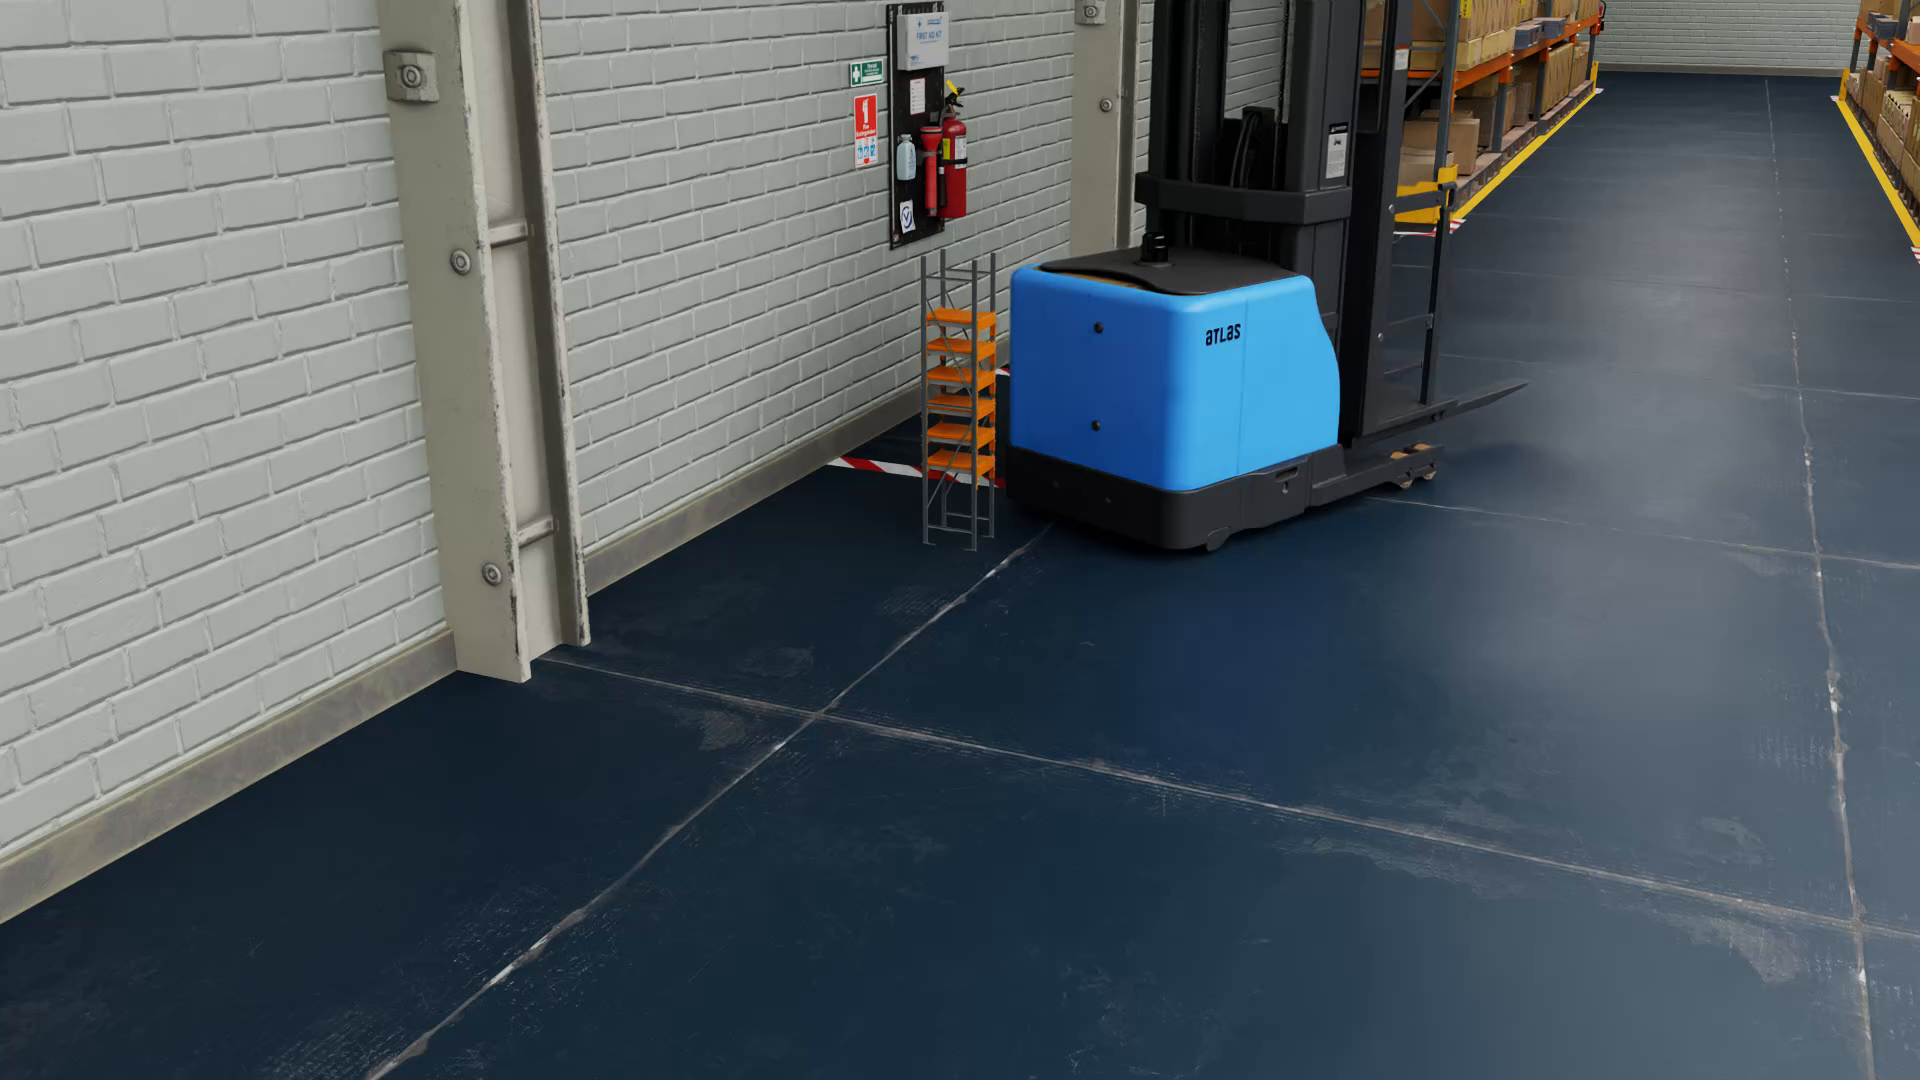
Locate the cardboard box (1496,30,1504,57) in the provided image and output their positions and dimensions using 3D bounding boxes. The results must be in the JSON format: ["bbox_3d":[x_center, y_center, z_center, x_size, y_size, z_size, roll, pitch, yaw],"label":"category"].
[{"bbox_3d":[5.195,-5.016,16.790,0.500,0.250,0.500,8,21,22],"label":"cardboard box"}]

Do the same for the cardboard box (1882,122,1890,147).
[{"bbox_3d":[10.780,-4.584,18.858,0.500,0.250,0.500,8,21,21],"label":"cardboard box"}]

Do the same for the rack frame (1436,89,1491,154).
[{"bbox_3d":[5.519,-5.570,18.154,0.949,2.616,0.053,9,21,23],"label":"rack frame"}]

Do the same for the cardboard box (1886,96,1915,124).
[{"bbox_3d":[10.774,-4.844,18.753,0.500,0.311,0.500,8,21,21],"label":"cardboard box"}]

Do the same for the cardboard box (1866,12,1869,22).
[{"bbox_3d":[13.701,-7.888,24.522,0.500,0.500,0.500,9,22,24],"label":"cardboard box"}]

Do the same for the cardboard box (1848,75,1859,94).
[{"bbox_3d":[14.060,-7.039,25.732,0.500,0.250,0.500,9,21,23],"label":"cardboard box"}]

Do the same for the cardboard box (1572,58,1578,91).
[{"bbox_3d":[9.400,-7.404,26.414,0.700,0.500,0.500,8,21,22],"label":"cardboard box"}]

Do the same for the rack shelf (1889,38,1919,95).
[{"bbox_3d":[10.856,-5.164,18.087,1.077,0.370,4.000,9,21,23],"label":"rack shelf"}]

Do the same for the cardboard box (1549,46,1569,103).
[{"bbox_3d":[8.283,-6.712,23.948,0.750,0.750,0.750,9,22,24],"label":"cardboard box"}]

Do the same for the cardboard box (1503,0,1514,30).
[{"bbox_3d":[5.405,-5.522,17.095,0.500,0.500,0.500,8,21,22],"label":"cardboard box"}]

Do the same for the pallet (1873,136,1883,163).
[{"bbox_3d":[11.302,-4.555,19.460,1.003,0.211,1.213,9,21,23],"label":"pallet"}]

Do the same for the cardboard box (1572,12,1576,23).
[{"bbox_3d":[8.830,-7.684,24.445,0.380,0.149,0.250,9,21,24],"label":"cardboard box"}]

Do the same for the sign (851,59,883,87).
[{"bbox_3d":[-0.439,-2.208,7.856,0.001,0.109,0.331,9,21,23],"label":"sign"}]

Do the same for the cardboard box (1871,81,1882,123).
[{"bbox_3d":[12.056,-5.620,21.370,0.500,0.500,0.500,8,21,21],"label":"cardboard box"}]

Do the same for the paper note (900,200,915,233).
[{"bbox_3d":[-0.264,-1.636,8.408,0.016,0.148,0.142,9,21,23],"label":"paper note"}]

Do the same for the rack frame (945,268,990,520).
[{"bbox_3d":[0.032,-0.589,6.834,0.228,1.046,0.002,9,21,23],"label":"rack frame"}]

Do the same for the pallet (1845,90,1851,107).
[{"bbox_3d":[14.594,-6.979,26.279,1.003,0.211,1.213,9,21,23],"label":"pallet"}]

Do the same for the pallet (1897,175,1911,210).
[{"bbox_3d":[9.673,-3.341,16.047,1.003,0.211,1.213,9,21,23],"label":"pallet"}]

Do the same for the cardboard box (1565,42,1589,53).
[{"bbox_3d":[10.244,-8.194,27.669,0.380,0.149,0.250,9,22,24],"label":"cardboard box"}]

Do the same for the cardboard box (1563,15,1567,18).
[{"bbox_3d":[8.468,-7.457,23.806,0.380,0.149,0.250,9,21,23],"label":"cardboard box"}]

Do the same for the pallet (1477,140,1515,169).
[{"bbox_3d":[5.833,-4.495,19.293,1.003,0.211,1.213,9,21,23],"label":"pallet"}]

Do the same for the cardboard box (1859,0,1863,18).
[{"bbox_3d":[14.528,-8.508,26.266,0.500,0.500,0.500,9,21,24],"label":"cardboard box"}]

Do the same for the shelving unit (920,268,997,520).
[{"bbox_3d":[-0.005,-0.561,6.756,0.258,1.046,0.183,9,21,23],"label":"shelving unit"}]

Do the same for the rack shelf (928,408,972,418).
[{"bbox_3d":[-0.006,-0.538,6.764,0.199,0.020,0.166,9,21,23],"label":"rack shelf"}]

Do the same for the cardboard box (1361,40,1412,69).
[{"bbox_3d":[3.893,-4.456,15.216,0.500,0.250,0.500,9,21,23],"label":"cardboard box"}]

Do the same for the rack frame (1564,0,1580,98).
[{"bbox_3d":[8.792,-8.016,25.032,1.000,3.000,0.127,9,21,23],"label":"rack frame"}]

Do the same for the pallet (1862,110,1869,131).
[{"bbox_3d":[13.014,-5.770,22.878,1.003,0.211,1.213,9,21,23],"label":"pallet"}]

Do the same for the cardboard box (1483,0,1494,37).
[{"bbox_3d":[4.776,-5.051,15.770,0.500,0.500,0.500,8,21,21],"label":"cardboard box"}]

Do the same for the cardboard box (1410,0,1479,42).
[{"bbox_3d":[4.348,-4.744,14.908,0.500,0.500,0.500,9,21,23],"label":"cardboard box"}]

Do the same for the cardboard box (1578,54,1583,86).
[{"bbox_3d":[9.824,-7.724,27.316,0.700,0.500,0.500,8,21,21],"label":"cardboard box"}]

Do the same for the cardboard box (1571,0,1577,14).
[{"bbox_3d":[8.633,-7.880,24.026,0.500,0.500,0.500,9,21,23],"label":"cardboard box"}]

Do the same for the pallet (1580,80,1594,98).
[{"bbox_3d":[10.174,-7.670,28.220,1.003,0.211,1.213,9,21,23],"label":"pallet"}]

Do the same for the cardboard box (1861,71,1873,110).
[{"bbox_3d":[12.892,-6.253,23.147,0.500,0.500,0.500,8,21,20],"label":"cardboard box"}]

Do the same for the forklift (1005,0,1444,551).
[{"bbox_3d":[1.621,-1.733,7.468,3.031,2.935,1.130,-17,26,-40],"label":"forklift"}]

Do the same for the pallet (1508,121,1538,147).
[{"bbox_3d":[6.833,-5.241,21.390,1.003,0.211,1.213,9,21,23],"label":"pallet"}]

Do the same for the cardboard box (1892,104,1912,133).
[{"bbox_3d":[10.355,-4.534,17.880,0.500,0.311,0.500,8,21,23],"label":"cardboard box"}]

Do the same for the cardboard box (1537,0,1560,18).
[{"bbox_3d":[7.586,-7.103,21.843,0.500,0.500,0.500,9,22,24],"label":"cardboard box"}]

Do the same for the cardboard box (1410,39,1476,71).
[{"bbox_3d":[15.881,-2.695,11.533,24.593,1.100,3.897,9,22,25],"label":"cardboard box"}]

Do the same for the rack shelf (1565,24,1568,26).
[{"bbox_3d":[7.973,-7.158,23.401,0.919,0.124,3.809,9,21,23],"label":"rack shelf"}]

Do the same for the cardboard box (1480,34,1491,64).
[{"bbox_3d":[4.781,-4.708,15.923,0.500,0.250,0.500,8,21,22],"label":"cardboard box"}]

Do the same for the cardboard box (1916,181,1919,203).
[{"bbox_3d":[8.746,-3.084,14.639,0.500,0.250,0.500,9,21,23],"label":"cardboard box"}]

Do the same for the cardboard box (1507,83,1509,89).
[{"bbox_3d":[6.410,-5.625,20.265,0.500,0.250,0.500,8,21,22],"label":"cardboard box"}]

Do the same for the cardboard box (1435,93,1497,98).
[{"bbox_3d":[5.968,-4.992,19.603,0.700,0.500,0.500,8,21,22],"label":"cardboard box"}]

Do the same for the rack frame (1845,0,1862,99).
[{"bbox_3d":[14.951,-8.560,26.562,1.000,3.000,0.127,9,21,23],"label":"rack frame"}]

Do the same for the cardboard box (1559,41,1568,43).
[{"bbox_3d":[10.103,-8.402,28.255,0.380,0.149,0.250,9,21,23],"label":"cardboard box"}]

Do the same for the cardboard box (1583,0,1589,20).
[{"bbox_3d":[9.333,-8.543,26.067,0.980,0.700,0.700,8,21,21],"label":"cardboard box"}]

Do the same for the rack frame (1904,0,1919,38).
[{"bbox_3d":[11.672,-6.115,19.687,0.949,2.616,0.053,9,21,23],"label":"rack frame"}]

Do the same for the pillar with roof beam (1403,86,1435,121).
[{"bbox_3d":[9.760,-8.750,18.144,9.100,9.000,0.400,9,21,23],"label":"pillar with roof beam"}]

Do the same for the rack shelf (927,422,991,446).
[{"bbox_3d":[-0.006,-0.432,6.801,0.221,0.034,0.171,9,21,23],"label":"rack shelf"}]

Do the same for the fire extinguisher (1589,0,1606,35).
[{"bbox_3d":[10.913,-9.009,28.497,0.296,0.674,0.183,9,21,23],"label":"fire extinguisher"}]

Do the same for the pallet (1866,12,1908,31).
[{"bbox_3d":[12.886,-7.018,22.512,1.003,0.211,1.213,9,21,23],"label":"pallet"}]

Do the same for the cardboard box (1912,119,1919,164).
[{"bbox_3d":[9.152,-3.743,15.375,0.500,0.500,0.500,9,21,23],"label":"cardboard box"}]

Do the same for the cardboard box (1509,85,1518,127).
[{"bbox_3d":[6.590,-5.454,20.902,0.700,0.500,0.500,9,21,23],"label":"cardboard box"}]

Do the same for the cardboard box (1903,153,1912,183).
[{"bbox_3d":[9.361,-3.542,15.928,0.500,0.250,0.500,9,21,23],"label":"cardboard box"}]

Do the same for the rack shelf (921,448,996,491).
[{"bbox_3d":[-0.006,-0.293,6.851,0.258,0.103,0.180,9,21,23],"label":"rack shelf"}]

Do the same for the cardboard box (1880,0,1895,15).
[{"bbox_3d":[12.691,-7.249,22.101,0.700,0.500,0.500,12,23,31],"label":"cardboard box"}]

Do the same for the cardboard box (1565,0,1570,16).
[{"bbox_3d":[8.220,-7.574,23.166,0.500,0.500,0.500,9,22,24],"label":"cardboard box"}]
